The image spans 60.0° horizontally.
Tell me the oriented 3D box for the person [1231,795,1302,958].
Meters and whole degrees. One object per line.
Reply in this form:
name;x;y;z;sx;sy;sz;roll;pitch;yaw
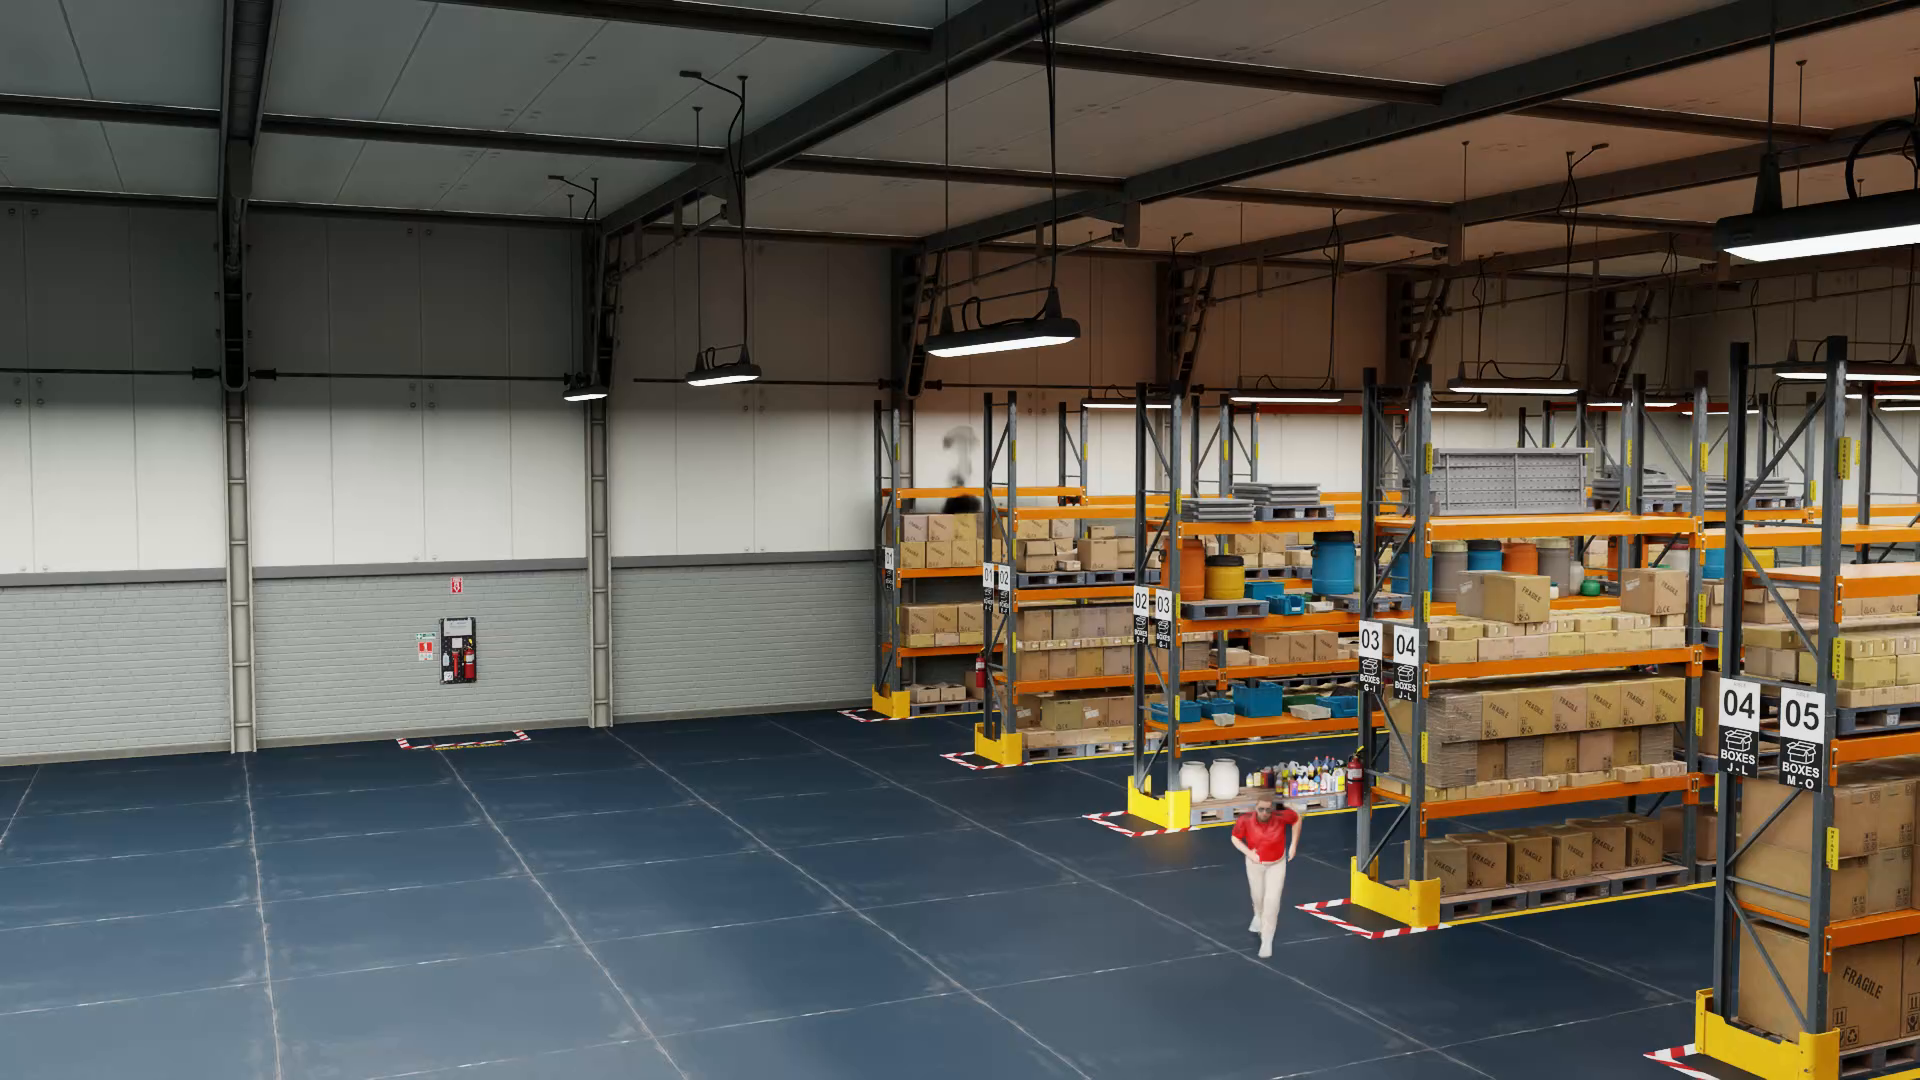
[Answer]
person;3.143;3.386;17.085;0.708;1.697;1.006;1;3;10
